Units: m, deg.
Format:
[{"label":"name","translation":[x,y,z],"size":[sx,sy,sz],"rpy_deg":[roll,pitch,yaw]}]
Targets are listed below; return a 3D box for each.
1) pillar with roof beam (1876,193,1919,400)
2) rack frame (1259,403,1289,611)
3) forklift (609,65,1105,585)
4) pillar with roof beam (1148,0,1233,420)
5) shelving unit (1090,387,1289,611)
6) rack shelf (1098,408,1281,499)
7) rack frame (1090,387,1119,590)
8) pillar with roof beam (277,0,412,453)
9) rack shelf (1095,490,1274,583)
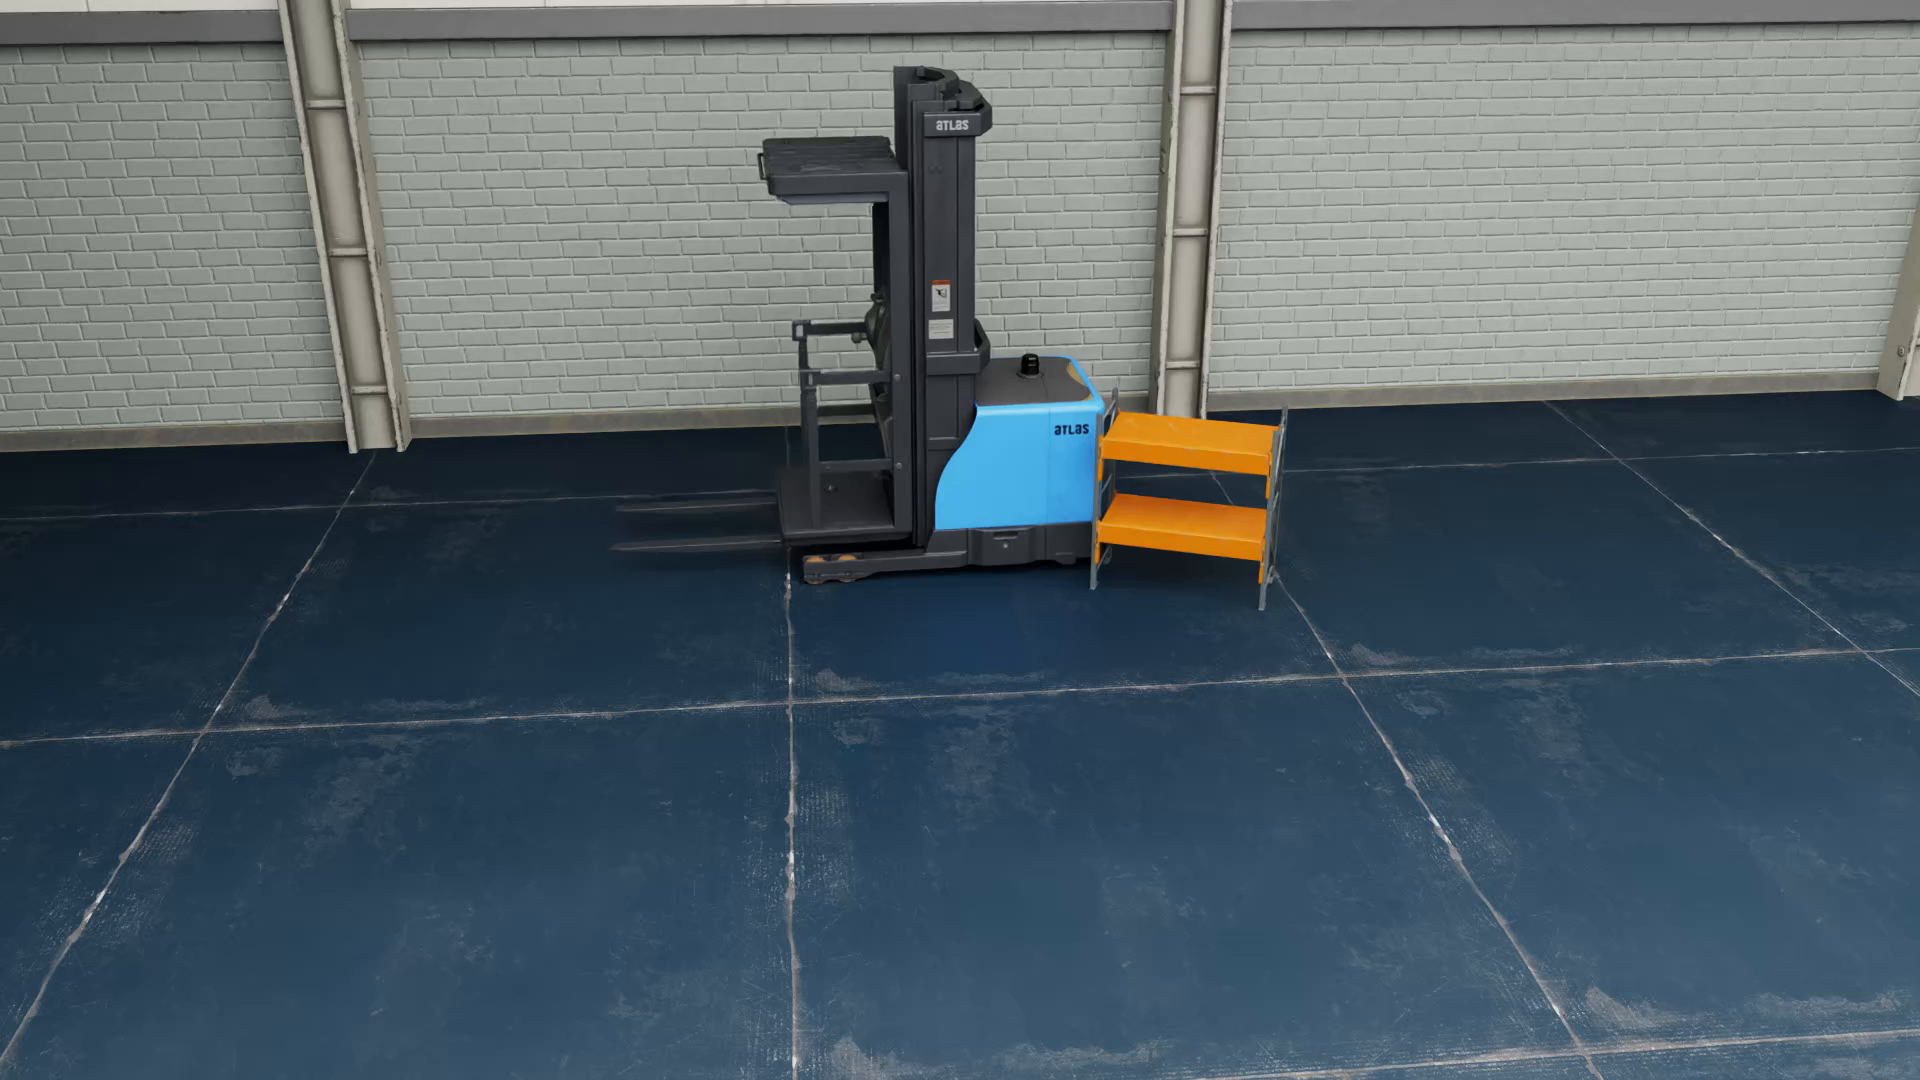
[{"label":"pillar with roof beam","translation":[8.071,-3.557,7.673],"size":[0.400,9.000,9.100],"rpy_deg":[-2,24,-5]},{"label":"rack frame","translation":[1.849,-0.195,9.803],"size":[0.032,1.125,0.500],"rpy_deg":[7,25,15]},{"label":"forklift","translation":[-0.670,-1.297,10.058],"size":[3.031,2.935,1.130],"rpy_deg":[-3,24,-7]},{"label":"pillar with roof beam","translation":[2.100,-3.317,7.134],"size":[0.400,9.000,9.100],"rpy_deg":[-2,24,-5]},{"label":"shelving unit","translation":[1.362,-0.253,9.935],"size":[1.048,1.125,0.538],"rpy_deg":[7,25,15]},{"label":"rack shelf","translation":[1.362,-0.521,9.816],"size":[1.000,0.278,0.538],"rpy_deg":[7,25,15]},{"label":"rack frame","translation":[0.874,-0.312,10.067],"size":[0.032,1.125,0.500],"rpy_deg":[7,25,15]},{"label":"pillar with roof beam","translation":[-3.871,-3.078,6.595],"size":[0.400,9.000,9.100],"rpy_deg":[-2,24,-5]},{"label":"rack shelf","translation":[1.362,-0.030,10.035],"size":[1.000,0.278,0.538],"rpy_deg":[7,25,15]}]
